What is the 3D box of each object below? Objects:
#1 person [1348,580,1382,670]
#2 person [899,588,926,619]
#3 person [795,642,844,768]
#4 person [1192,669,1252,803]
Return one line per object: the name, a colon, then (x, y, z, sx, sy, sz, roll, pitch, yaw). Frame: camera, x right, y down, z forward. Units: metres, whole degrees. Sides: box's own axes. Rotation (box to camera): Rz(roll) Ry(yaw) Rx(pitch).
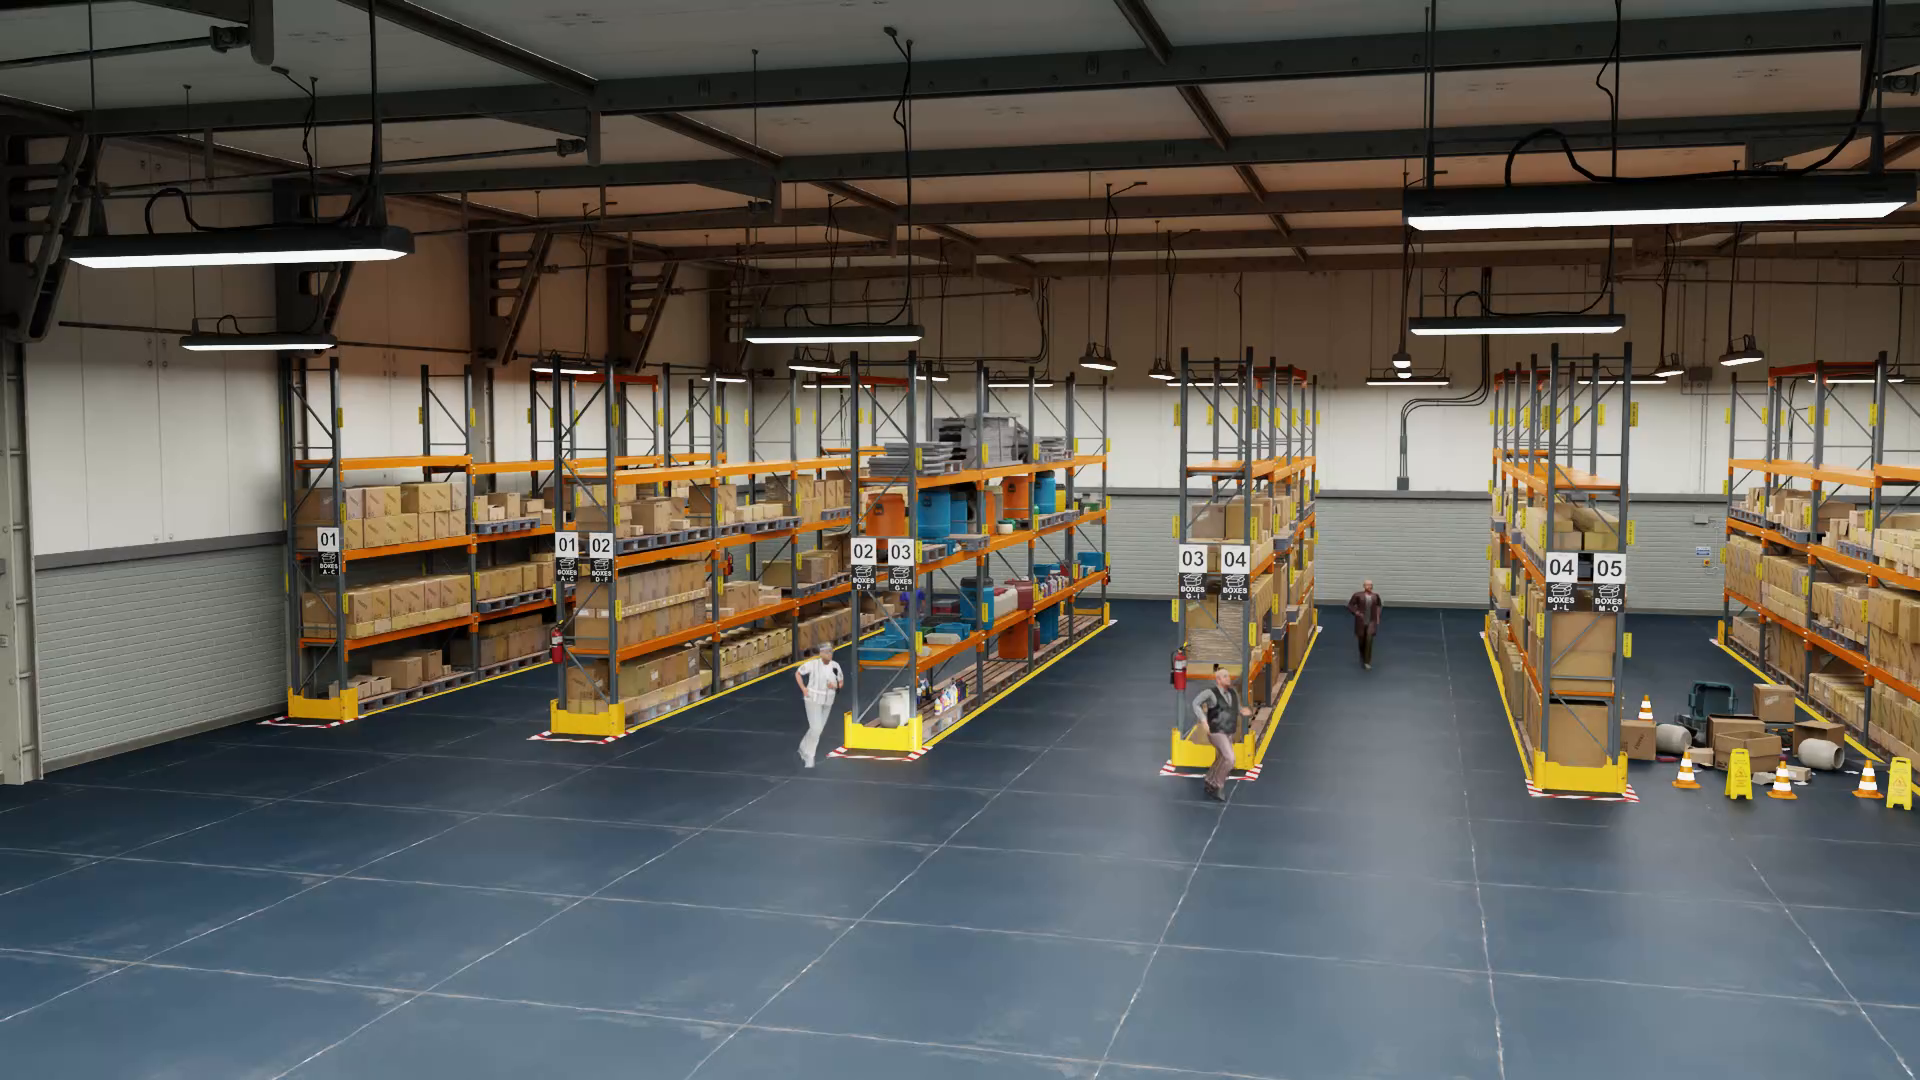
person: (8.139, 1.681, 33.395, 0.702, 1.776, 0.867, 0, 4, 5)
person: (-1.007, 1.626, 34.851, 0.555, 1.713, 0.702, 0, 4, 3)
person: (-2.049, 2.381, 24.152, 0.684, 1.849, 0.694, -3, 5, -35)
person: (3.451, 2.553, 21.777, 0.659, 1.732, 0.734, -3, 5, -37)
